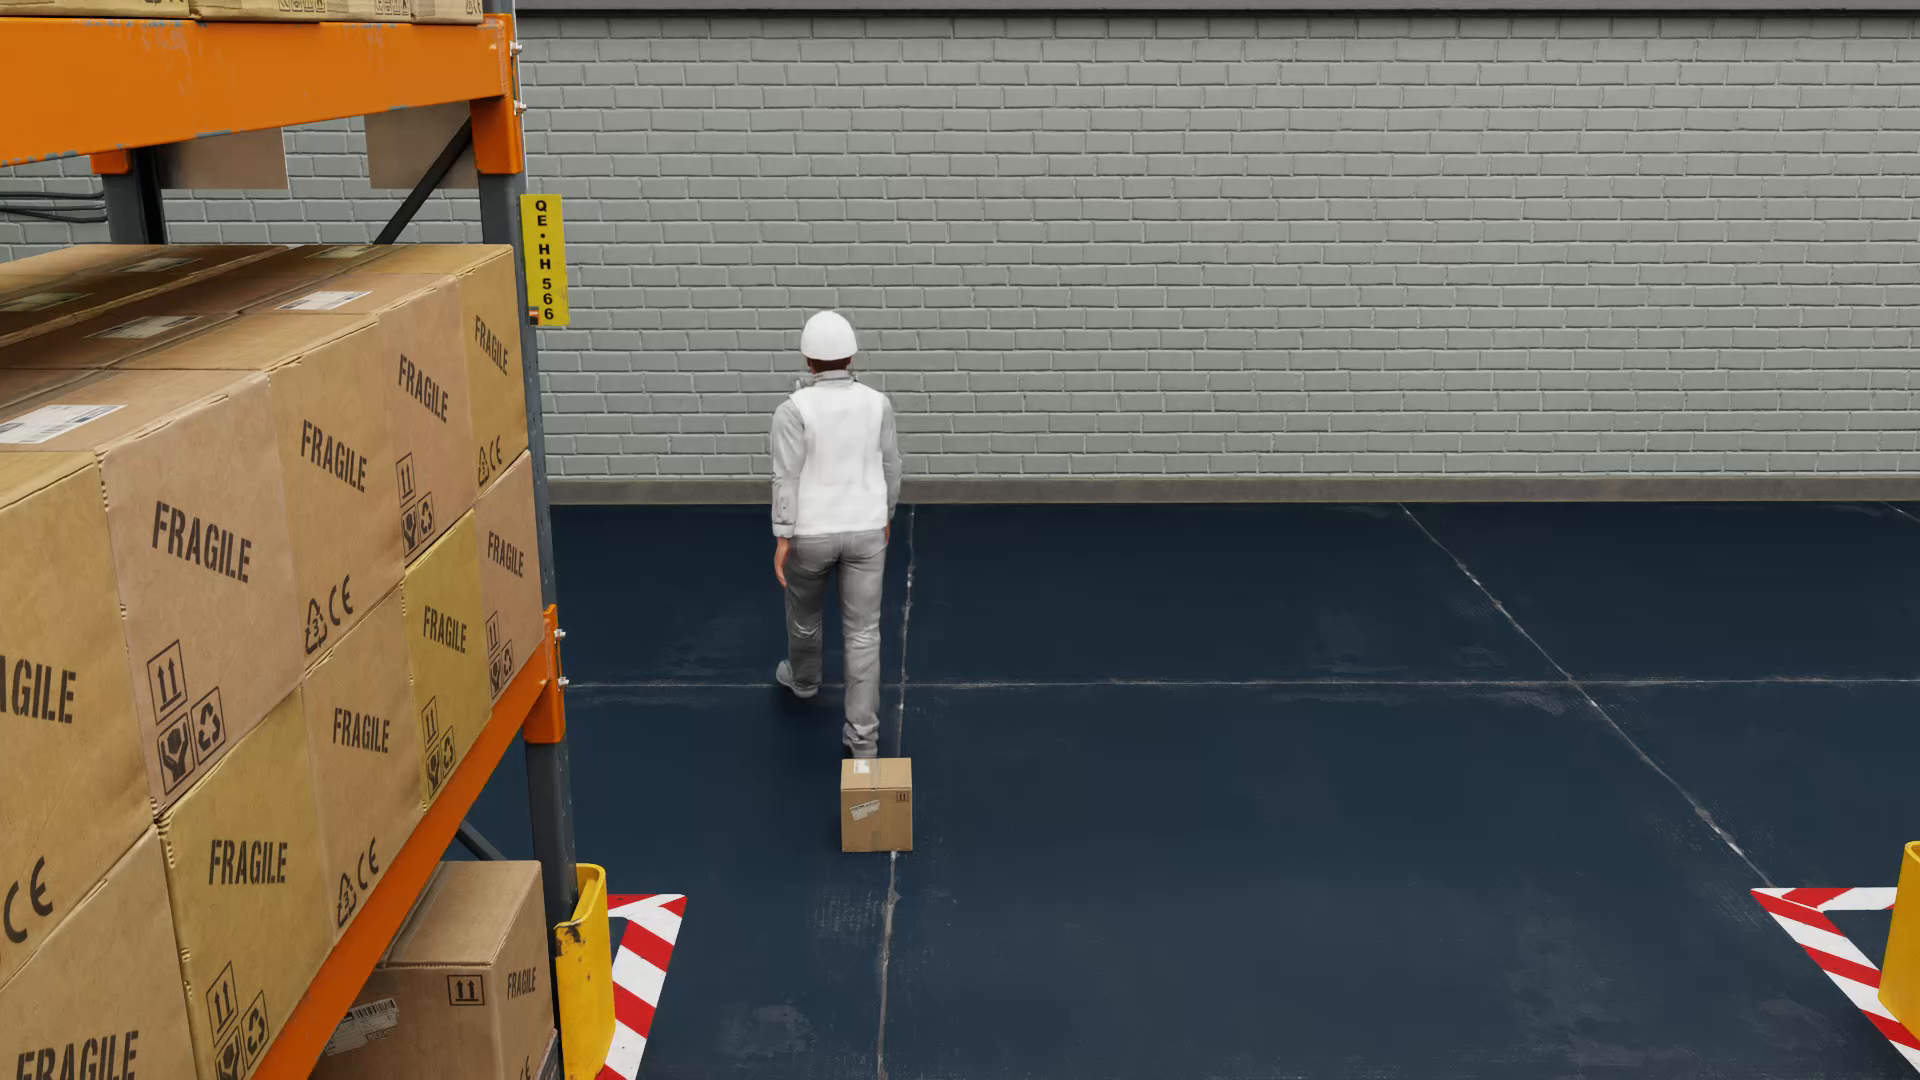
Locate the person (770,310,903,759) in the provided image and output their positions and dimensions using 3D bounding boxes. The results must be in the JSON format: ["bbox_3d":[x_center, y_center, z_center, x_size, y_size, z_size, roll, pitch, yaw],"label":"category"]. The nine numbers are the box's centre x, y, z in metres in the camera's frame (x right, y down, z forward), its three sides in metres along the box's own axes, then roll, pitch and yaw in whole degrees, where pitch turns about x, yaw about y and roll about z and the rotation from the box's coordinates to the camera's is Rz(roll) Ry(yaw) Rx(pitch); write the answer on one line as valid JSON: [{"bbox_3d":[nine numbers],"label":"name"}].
[{"bbox_3d":[-0.505,-0.075,6.731,0.564,1.706,1.029,-4,17,-14],"label":"person"}]
